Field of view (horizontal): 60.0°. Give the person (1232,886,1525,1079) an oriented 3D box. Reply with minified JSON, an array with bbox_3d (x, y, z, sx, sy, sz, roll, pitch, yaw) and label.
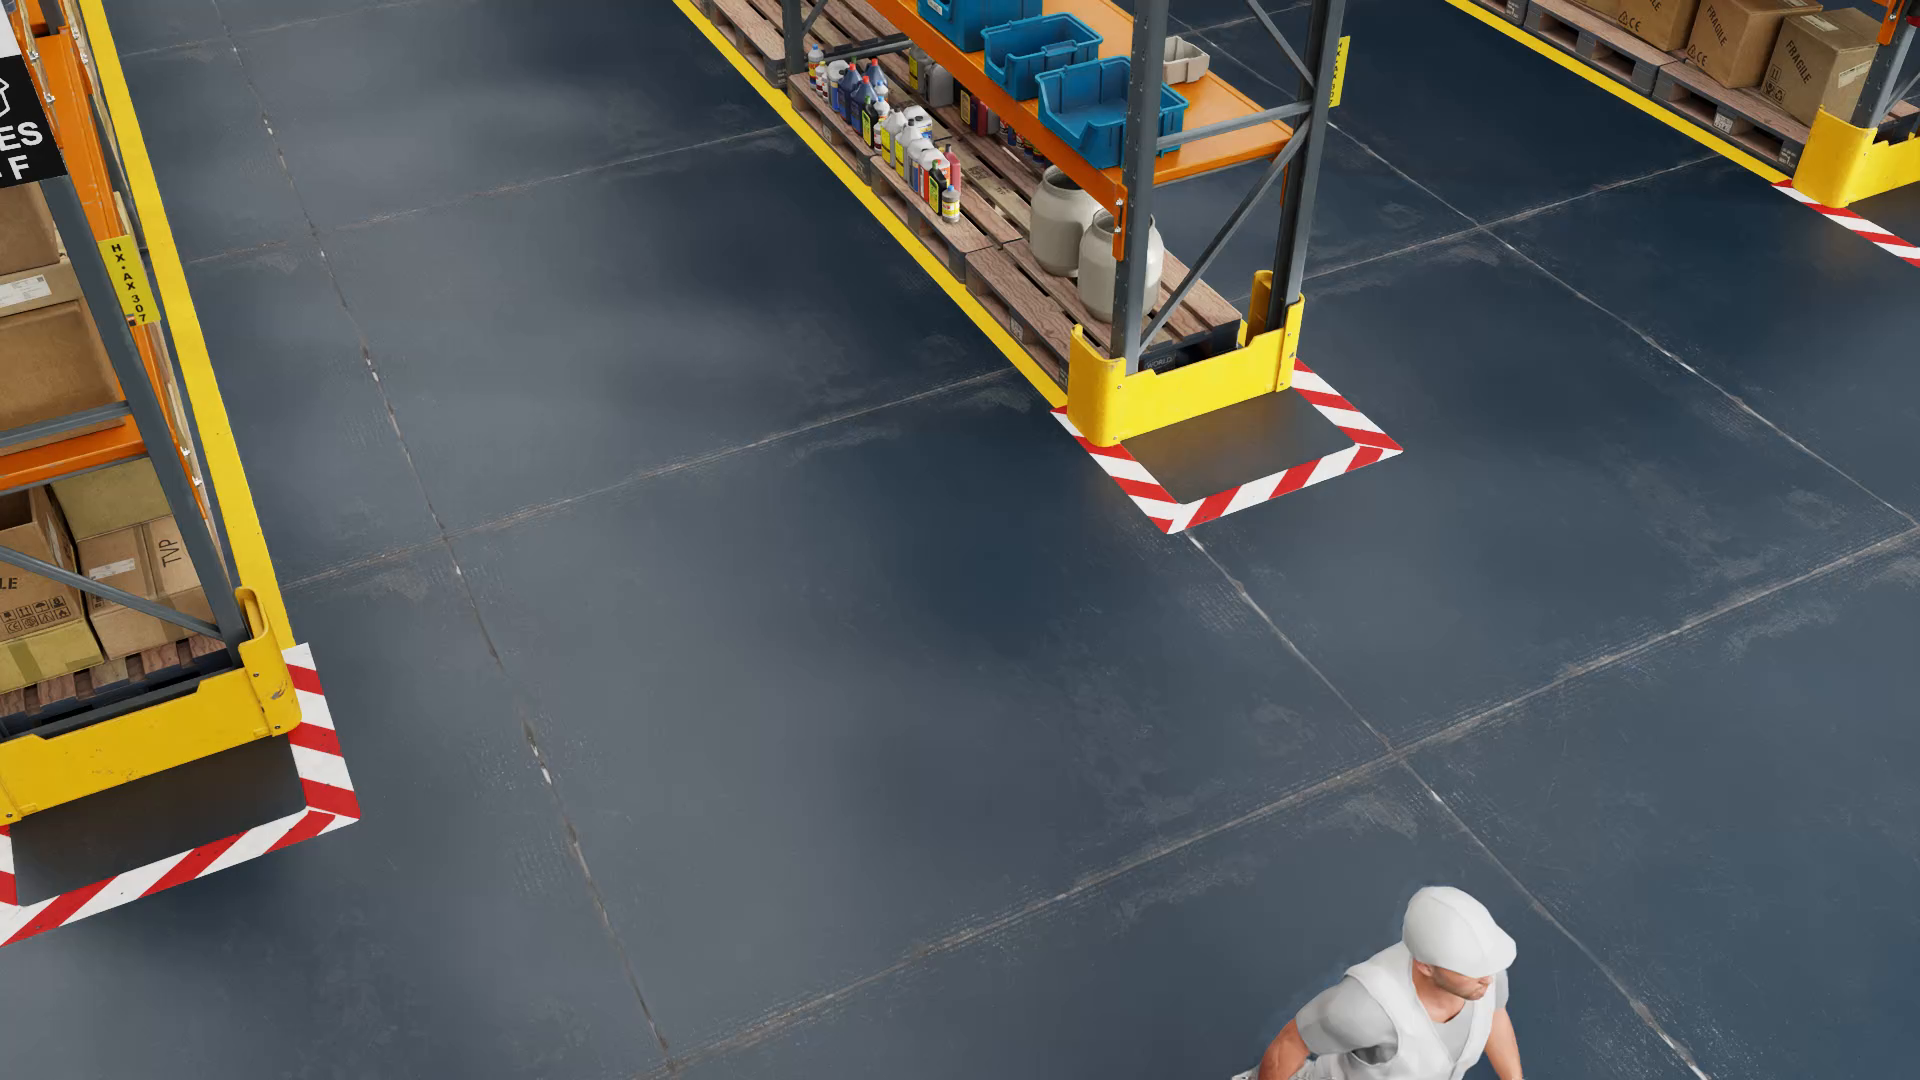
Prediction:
[{"bbox_3d":[1.128,1.497,4.449,0.657,1.737,1.112,-27,48,-27],"label":"person"}]
